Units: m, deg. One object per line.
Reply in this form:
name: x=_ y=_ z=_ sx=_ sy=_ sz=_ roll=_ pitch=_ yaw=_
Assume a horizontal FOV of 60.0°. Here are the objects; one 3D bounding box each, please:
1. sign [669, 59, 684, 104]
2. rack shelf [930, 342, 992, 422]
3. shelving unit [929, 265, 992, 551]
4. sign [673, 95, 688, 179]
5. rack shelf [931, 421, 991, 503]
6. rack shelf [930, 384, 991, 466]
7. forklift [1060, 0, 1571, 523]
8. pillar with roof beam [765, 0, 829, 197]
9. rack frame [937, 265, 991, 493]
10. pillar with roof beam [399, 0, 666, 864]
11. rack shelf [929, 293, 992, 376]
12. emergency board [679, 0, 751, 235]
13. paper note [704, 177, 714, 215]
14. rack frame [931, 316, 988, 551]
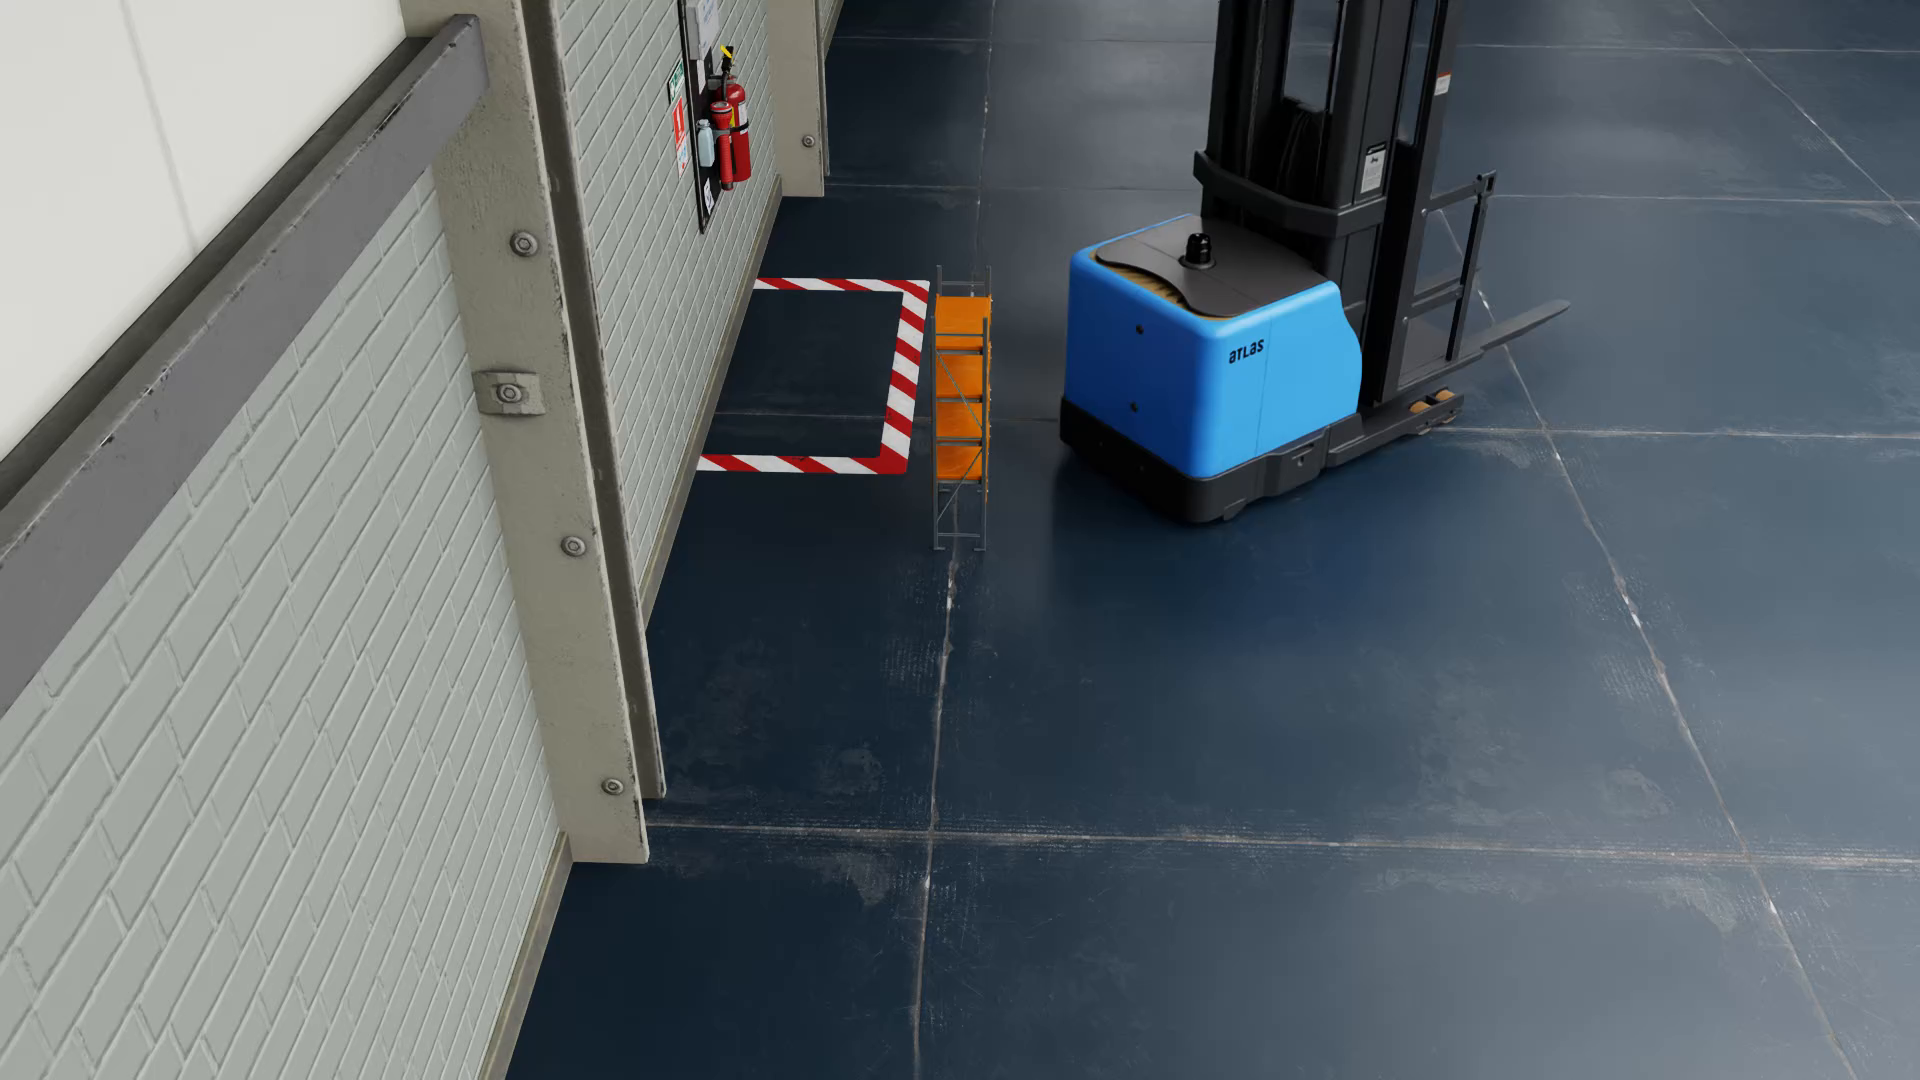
sign: x=-1.302 y=-2.111 z=7.653 sx=0.001 sy=0.109 sz=0.331 roll=1 pitch=35 yaw=2
rack shelf: x=0.007 y=-0.714 z=7.450 sx=0.258 sy=0.148 sz=0.480 roll=1 pitch=35 yaw=2
shelving unit: x=0.007 y=-0.586 z=7.540 sx=0.258 sy=1.200 sz=0.503 roll=1 pitch=35 yaw=2
sign: x=-1.312 y=-1.892 z=7.802 sx=0.001 sy=0.329 sz=0.234 roll=1 pitch=35 yaw=2
rack shelf: x=0.007 y=-0.369 z=7.693 sx=0.258 sy=0.148 sz=0.480 roll=1 pitch=35 yaw=2
rack shelf: x=0.007 y=-0.531 z=7.579 sx=0.258 sy=0.148 sz=0.480 roll=1 pitch=35 yaw=2
forklift: x=1.984 y=-1.958 z=7.988 sx=3.031 sy=2.935 sz=1.130 roll=-23 pitch=41 yaw=-29
pillar with roof beam: x=3.253 y=-5.966 z=8.413 sx=9.100 sy=9.000 sz=0.400 roll=1 pitch=35 yaw=2
rack frame: x=0.016 y=-0.726 z=7.740 sx=0.240 sy=1.200 sz=0.015 roll=1 pitch=35 yaw=2
pillar with roof beam: x=3.012 y=-2.519 z=3.508 sx=9.100 sy=9.000 sz=0.400 roll=1 pitch=35 yaw=2
rack shelf: x=0.007 y=-0.907 z=7.314 sx=0.258 sy=0.148 sz=0.480 roll=1 pitch=35 yaw=2
emergency board: x=-1.186 y=-2.192 z=8.261 sx=0.194 sy=1.169 sz=0.643 roll=1 pitch=35 yaw=2
paper note: x=-1.262 y=-1.732 z=8.372 sx=0.016 sy=0.148 sz=0.142 roll=1 pitch=35 yaw=2
rack frame: x=-0.003 y=-0.446 z=7.341 sx=0.240 sy=1.200 sz=0.015 roll=1 pitch=35 yaw=2
